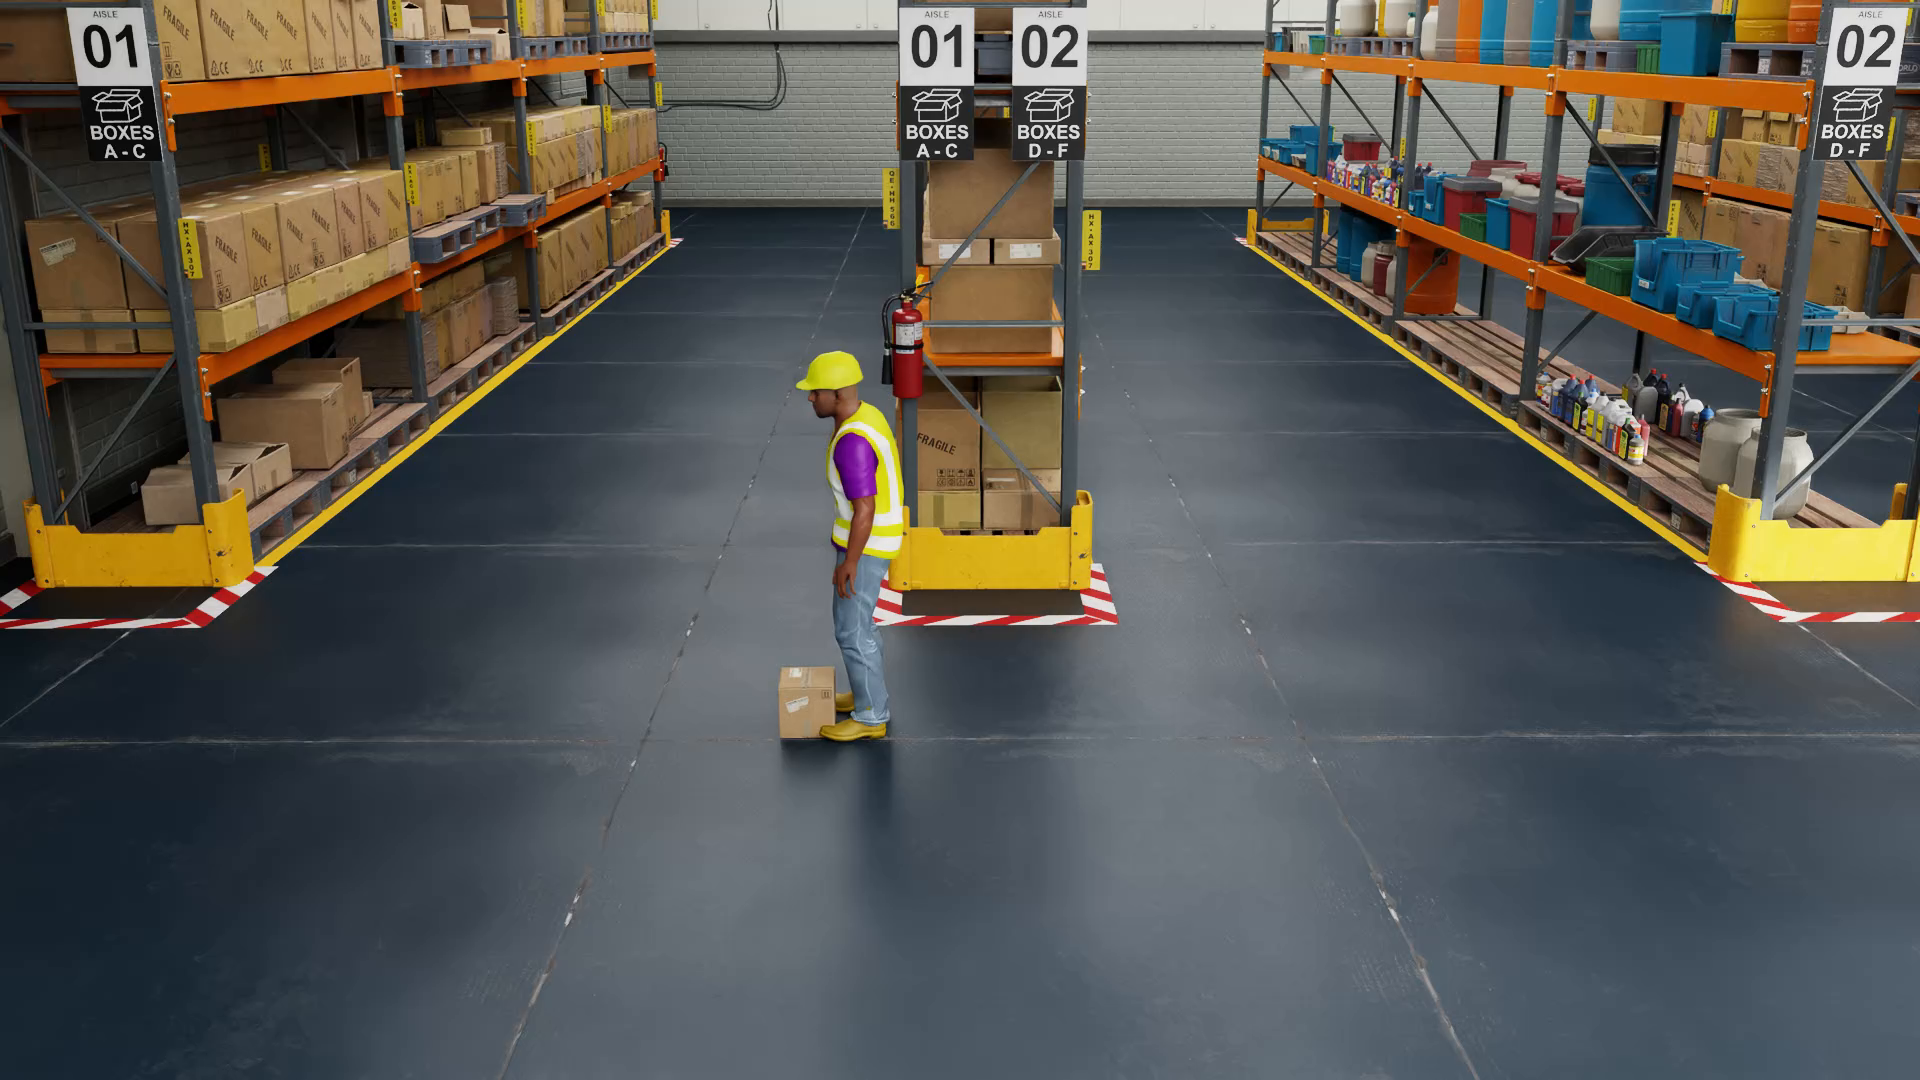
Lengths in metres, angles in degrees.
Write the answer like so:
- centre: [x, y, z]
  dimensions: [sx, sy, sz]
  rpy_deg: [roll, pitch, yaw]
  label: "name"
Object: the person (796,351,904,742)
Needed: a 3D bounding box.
- centre: [-0.479, 0.022, 7.446]
  dimensions: [0.462, 1.757, 0.629]
  rpy_deg: [0, 17, -1]
  label: "person"
